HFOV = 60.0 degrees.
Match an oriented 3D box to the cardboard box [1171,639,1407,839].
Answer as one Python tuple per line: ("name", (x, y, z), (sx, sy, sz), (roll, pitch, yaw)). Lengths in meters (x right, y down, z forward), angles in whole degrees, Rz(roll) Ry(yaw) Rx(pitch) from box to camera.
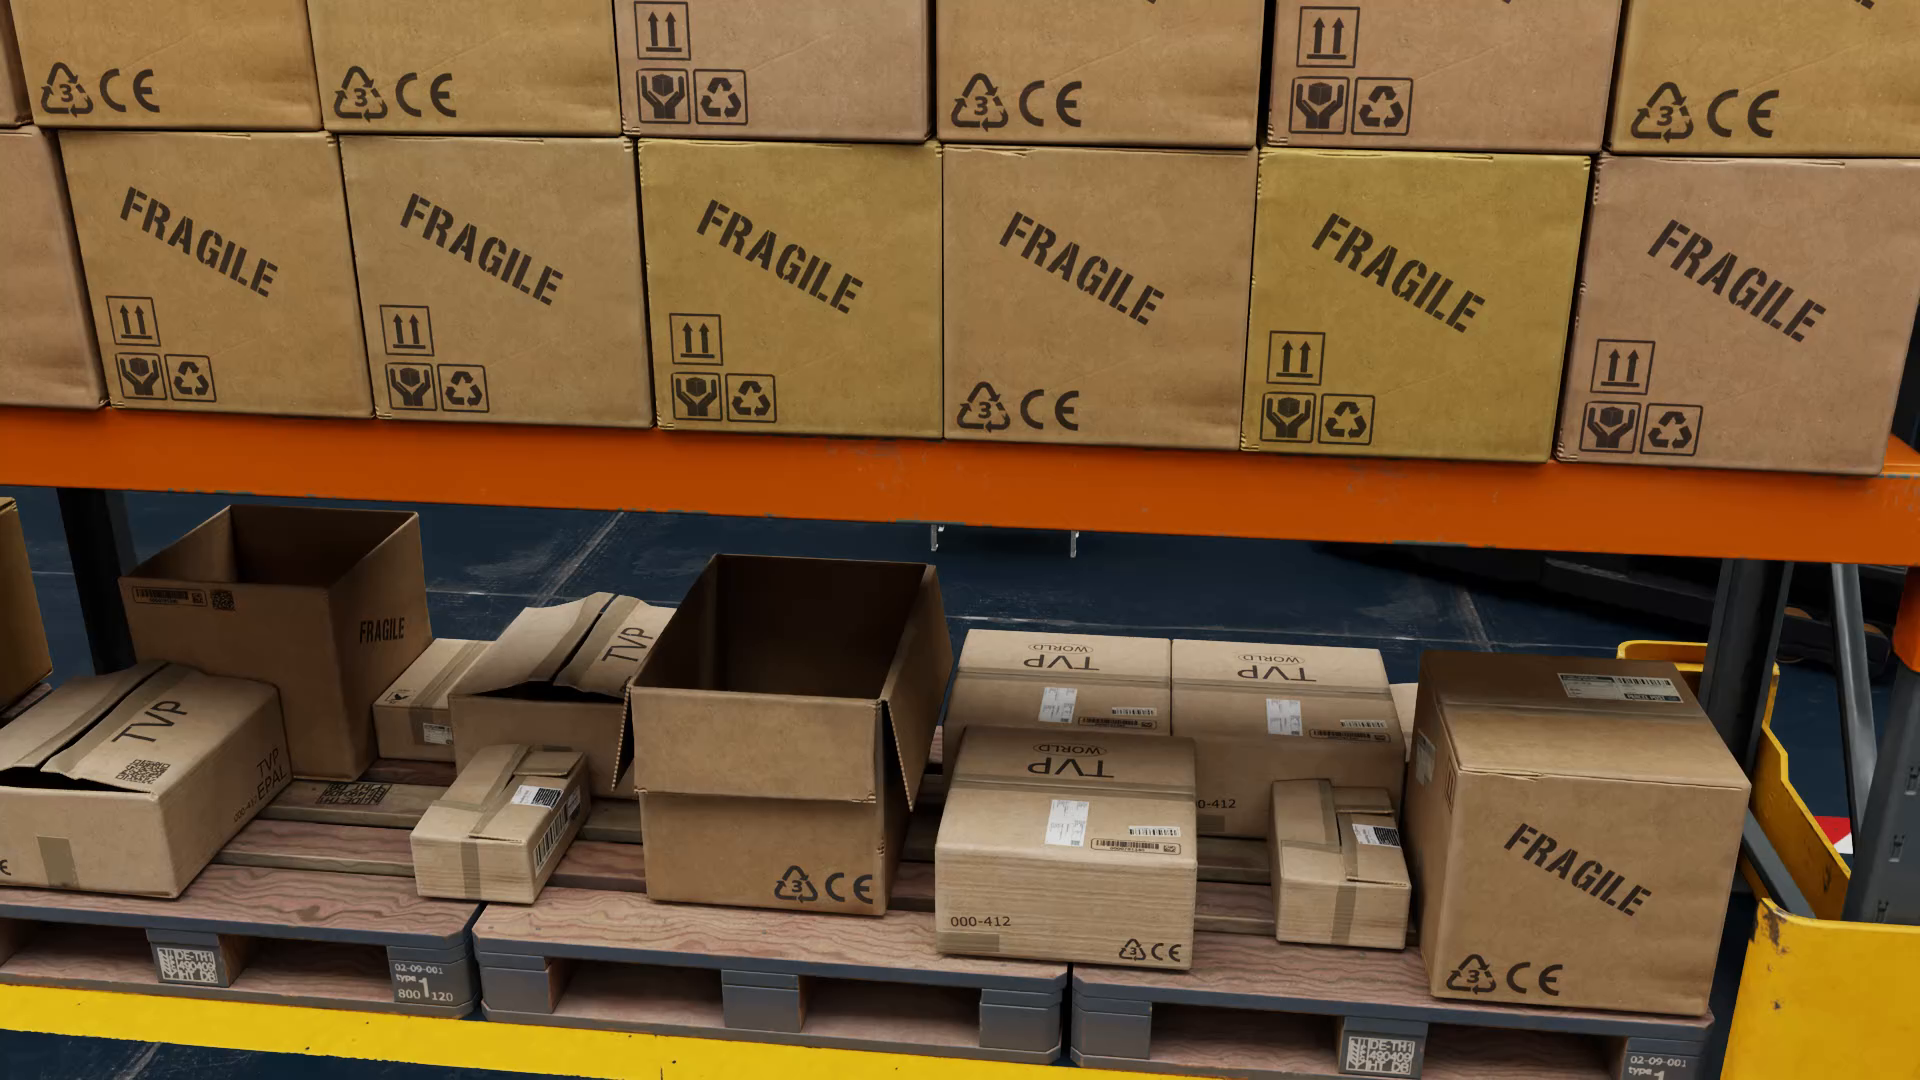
("cardboard box", (0.734, 0.457, 3.846), (0.500, 0.250, 0.500), (2, 22, 6))

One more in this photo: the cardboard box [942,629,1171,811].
("cardboard box", (0.238, 0.435, 3.901), (0.500, 0.250, 0.500), (2, 22, 6))

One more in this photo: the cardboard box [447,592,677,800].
("cardboard box", (-0.891, 0.358, 4.014), (0.500, 0.311, 0.500), (2, 22, 6))

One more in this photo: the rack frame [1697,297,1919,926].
("rack frame", (1.738, -0.468, 3.045), (0.127, 3.000, 1.000), (2, 22, 6))

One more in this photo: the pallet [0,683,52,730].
("pallet", (-3.047, 0.634, 4.050), (1.213, 0.211, 1.003), (2, 22, 6))

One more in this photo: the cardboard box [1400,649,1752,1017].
("cardboard box", (1.169, 0.556, 3.256), (0.500, 0.500, 0.500), (2, 22, 6))

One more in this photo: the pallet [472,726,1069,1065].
("pallet", (-0.338, 0.737, 3.788), (1.213, 0.211, 1.003), (2, 22, 6))

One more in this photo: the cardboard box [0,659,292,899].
("cardboard box", (-1.843, 0.501, 3.650), (0.500, 0.311, 0.500), (2, 22, 6))

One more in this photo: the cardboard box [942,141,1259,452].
("cardboard box", (0.250, -0.480, 2.937), (0.500, 0.500, 0.500), (3, 22, 7))

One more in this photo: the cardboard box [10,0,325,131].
("cardboard box", (-1.287, -1.008, 2.913), (0.500, 0.500, 0.500), (2, 22, 5))

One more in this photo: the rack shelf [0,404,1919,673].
("rack shelf", (-0.249, -0.220, 3.396), (4.000, 0.370, 1.077), (2, 22, 6))

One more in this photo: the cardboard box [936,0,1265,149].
("cardboard box", (0.246, -0.941, 2.744), (0.500, 0.500, 0.500), (3, 22, 8))

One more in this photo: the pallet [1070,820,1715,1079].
("pallet", (0.870, 0.791, 3.652), (1.213, 0.211, 1.003), (2, 22, 6))

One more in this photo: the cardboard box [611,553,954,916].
("cardboard box", (-0.368, 0.394, 3.660), (0.637, 0.503, 0.797), (2, 22, 6))

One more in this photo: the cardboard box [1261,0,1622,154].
("cardboard box", (0.761, -0.920, 2.692), (0.500, 0.500, 0.500), (3, 22, 8))

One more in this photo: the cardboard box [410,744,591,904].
("cardboard box", (-0.983, 0.602, 3.592), (0.250, 0.166, 0.380), (2, 22, 6))

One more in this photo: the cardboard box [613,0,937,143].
("cardboard box", (-0.264, -0.963, 2.801), (0.500, 0.500, 0.500), (3, 22, 8))

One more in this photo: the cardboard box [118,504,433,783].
("cardboard box", (-1.635, 0.237, 4.061), (0.500, 0.500, 0.500), (2, 22, 6))

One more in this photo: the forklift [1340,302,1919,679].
("forklift", (2.706, -1.173, 4.919), (3.031, 2.935, 1.130), (15, 26, 32))

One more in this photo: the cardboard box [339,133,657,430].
("cardboard box", (-0.755, -0.523, 3.047), (0.500, 0.500, 0.500), (2, 22, 6))

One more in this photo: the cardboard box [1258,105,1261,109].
("cardboard box", (0.815, -0.651, 3.370), (0.500, 0.500, 0.500), (2, 22, 6))

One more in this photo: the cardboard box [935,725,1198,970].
("cardboard box", (0.229, 0.620, 3.433), (0.500, 0.250, 0.500), (2, 22, 6))

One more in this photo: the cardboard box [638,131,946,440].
("cardboard box", (-0.250, -0.502, 2.993), (0.500, 0.500, 0.500), (2, 22, 6))

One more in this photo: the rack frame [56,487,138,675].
("rack frame", (-2.235, -0.642, 3.483), (0.127, 3.000, 1.000), (2, 22, 6))

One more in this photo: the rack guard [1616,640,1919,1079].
("rack guard", (1.662, 0.691, 3.513), (0.348, 0.500, 1.175), (2, 22, 6))

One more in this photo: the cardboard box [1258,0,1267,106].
("cardboard box", (0.808, -1.115, 3.185), (0.500, 0.500, 0.500), (3, 22, 7))

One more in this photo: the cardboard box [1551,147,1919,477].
("cardboard box", (1.261, -0.435, 2.824), (0.500, 0.500, 0.500), (3, 22, 8))

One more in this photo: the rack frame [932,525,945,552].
("rack frame", (-0.078, -0.561, 5.728), (0.015, 1.200, 0.240), (2, 22, 6))

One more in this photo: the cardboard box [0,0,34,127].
("cardboard box", (-1.800, -1.030, 2.969), (0.500, 0.500, 0.500), (3, 22, 8))

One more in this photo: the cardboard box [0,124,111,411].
("cardboard box", (-1.761, -0.567, 3.157), (0.500, 0.500, 0.500), (3, 22, 8))

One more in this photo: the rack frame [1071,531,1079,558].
("rack frame", (0.407, -0.540, 5.674), (0.015, 1.200, 0.240), (2, 22, 6))

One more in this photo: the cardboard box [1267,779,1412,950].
("cardboard box", (0.777, 0.661, 3.444), (0.250, 0.166, 0.380), (2, 22, 6))

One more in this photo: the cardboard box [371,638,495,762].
("cardboard box", (-1.256, 0.395, 4.140), (0.250, 0.149, 0.380), (2, 22, 6))

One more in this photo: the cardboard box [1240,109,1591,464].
("cardboard box", (0.745, -0.456, 2.878), (0.500, 0.500, 0.500), (3, 22, 7))

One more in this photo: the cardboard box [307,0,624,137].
("cardboard box", (-0.777, -0.985, 2.856), (0.500, 0.500, 0.500), (2, 22, 5))

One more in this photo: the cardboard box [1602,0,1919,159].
("cardboard box", (1.263, -0.899, 2.637), (0.500, 0.500, 0.500), (2, 22, 6))

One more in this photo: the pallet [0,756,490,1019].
("pallet", (-1.553, 0.685, 3.919), (1.213, 0.211, 1.003), (2, 22, 6))

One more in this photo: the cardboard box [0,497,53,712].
("cardboard box", (-2.686, 0.206, 4.139), (0.500, 0.500, 0.500), (2, 22, 4))

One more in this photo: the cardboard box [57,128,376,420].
("cardboard box", (-1.252, -0.546, 3.104), (0.500, 0.500, 0.500), (3, 22, 7))

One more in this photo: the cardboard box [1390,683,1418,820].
("cardboard box", (1.114, 0.490, 3.876), (0.250, 0.166, 0.380), (2, 22, 6))

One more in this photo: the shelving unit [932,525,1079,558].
("shelving unit", (0.164, -0.551, 5.701), (0.503, 1.200, 0.258), (2, 22, 6))
